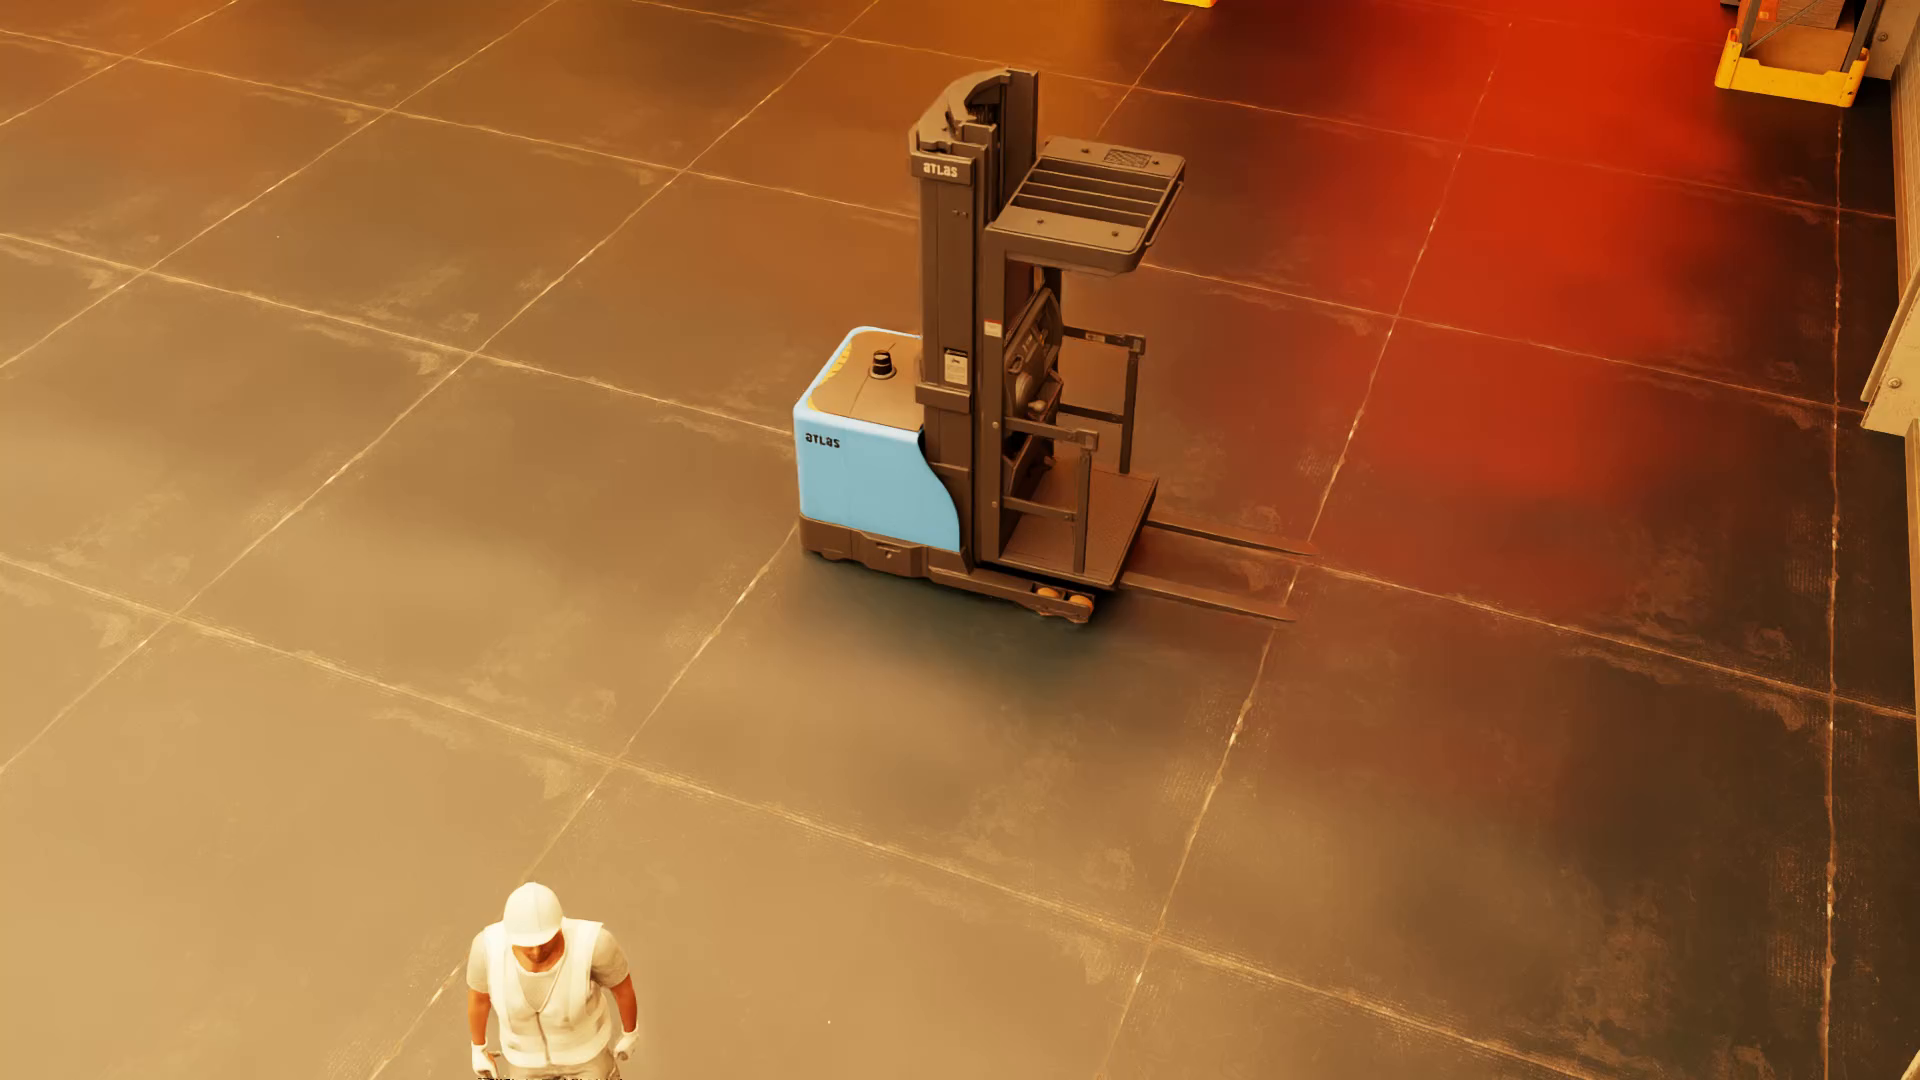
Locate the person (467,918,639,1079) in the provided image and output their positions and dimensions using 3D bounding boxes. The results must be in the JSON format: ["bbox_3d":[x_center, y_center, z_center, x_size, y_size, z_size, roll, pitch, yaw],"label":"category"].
[{"bbox_3d":[-1.583,2.035,6.519,0.648,1.767,0.507,-3,40,-3],"label":"person"}]

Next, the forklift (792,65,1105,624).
[{"bbox_3d":[0.594,-1.023,9.228,3.031,2.935,1.130,13,42,15],"label":"forklift"}]
